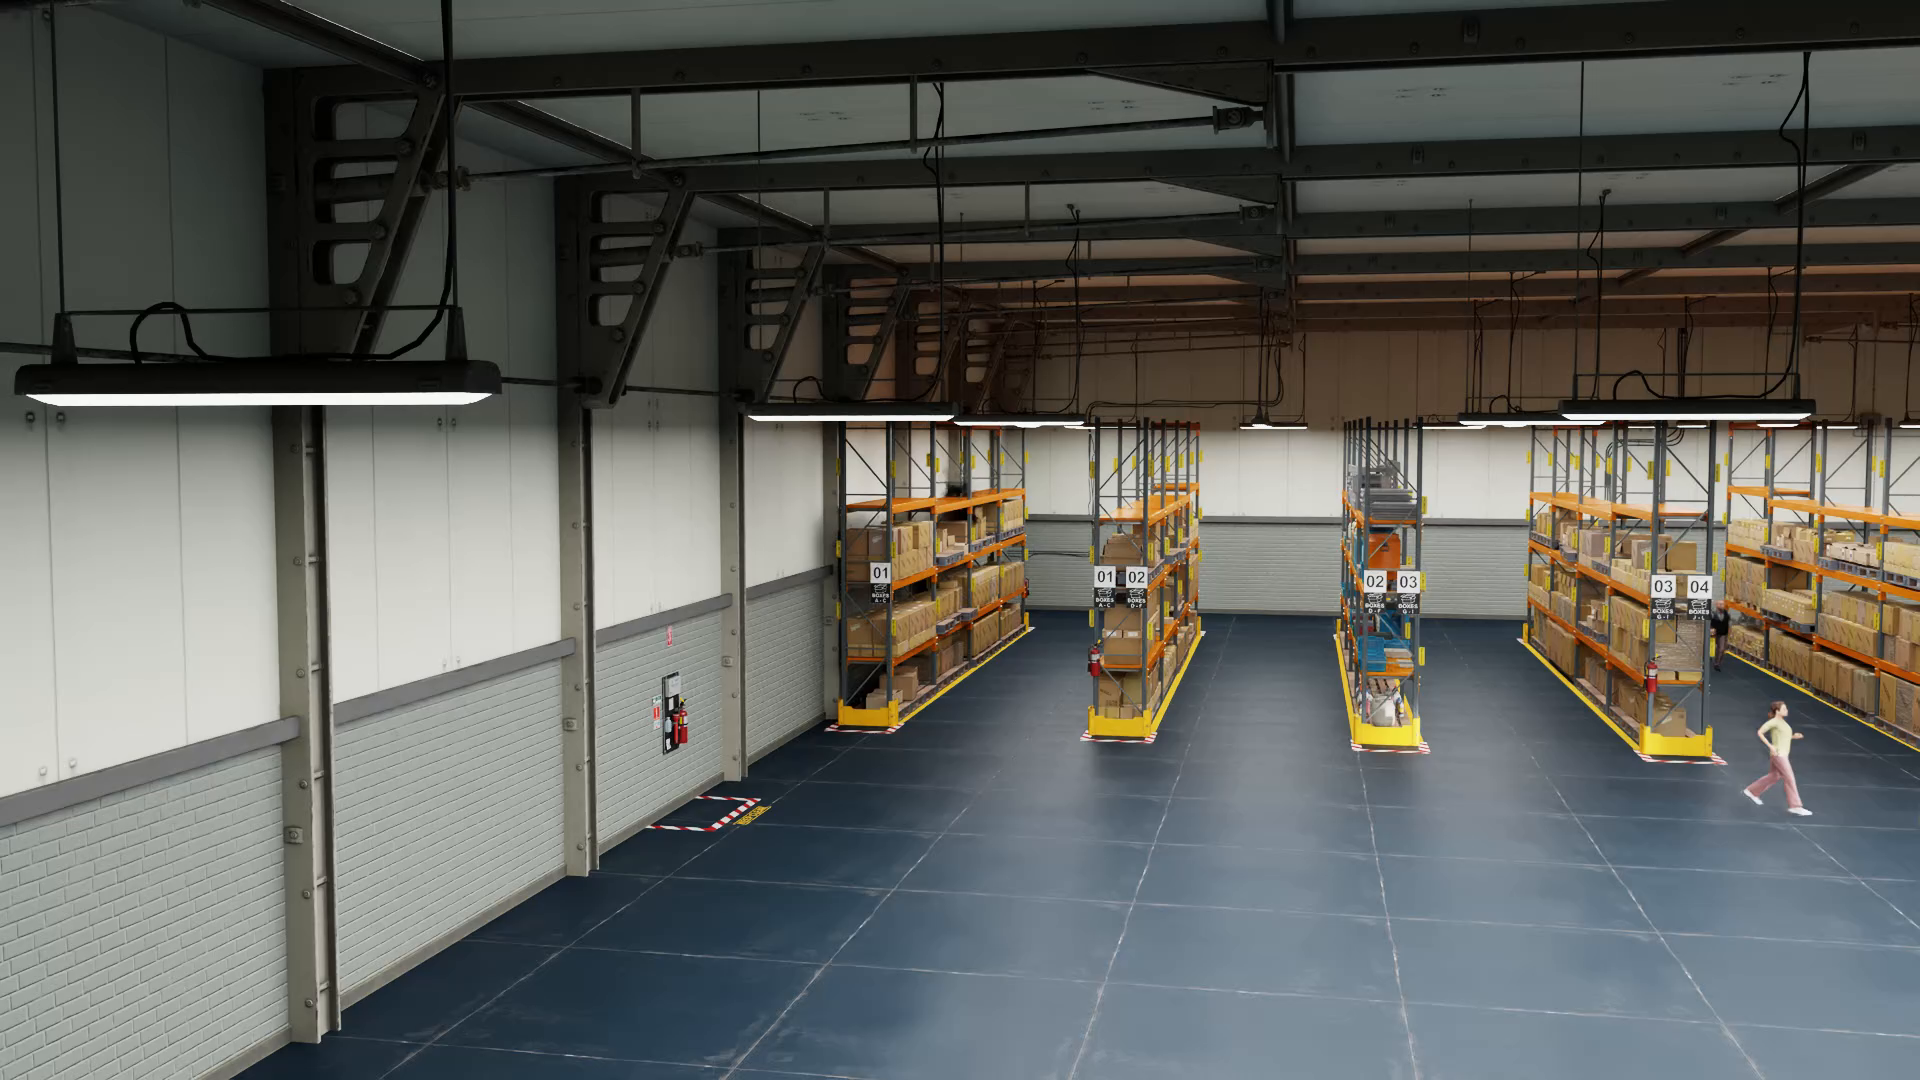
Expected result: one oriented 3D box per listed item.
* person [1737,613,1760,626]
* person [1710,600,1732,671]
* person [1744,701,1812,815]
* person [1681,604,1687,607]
[{"bbox_3d":[21.498,1.927,45.240,0.721,1.788,0.693,-3,5,-42],"label":"person"},{"bbox_3d":[18.289,2.289,40.127,0.683,1.699,0.739,0,4,6],"label":"person"},{"bbox_3d":[12.291,3.242,24.970,0.967,1.652,0.571,3,5,38],"label":"person"},{"bbox_3d":[18.859,2.126,43.760,0.592,1.541,0.486,3,5,38],"label":"person"}]
